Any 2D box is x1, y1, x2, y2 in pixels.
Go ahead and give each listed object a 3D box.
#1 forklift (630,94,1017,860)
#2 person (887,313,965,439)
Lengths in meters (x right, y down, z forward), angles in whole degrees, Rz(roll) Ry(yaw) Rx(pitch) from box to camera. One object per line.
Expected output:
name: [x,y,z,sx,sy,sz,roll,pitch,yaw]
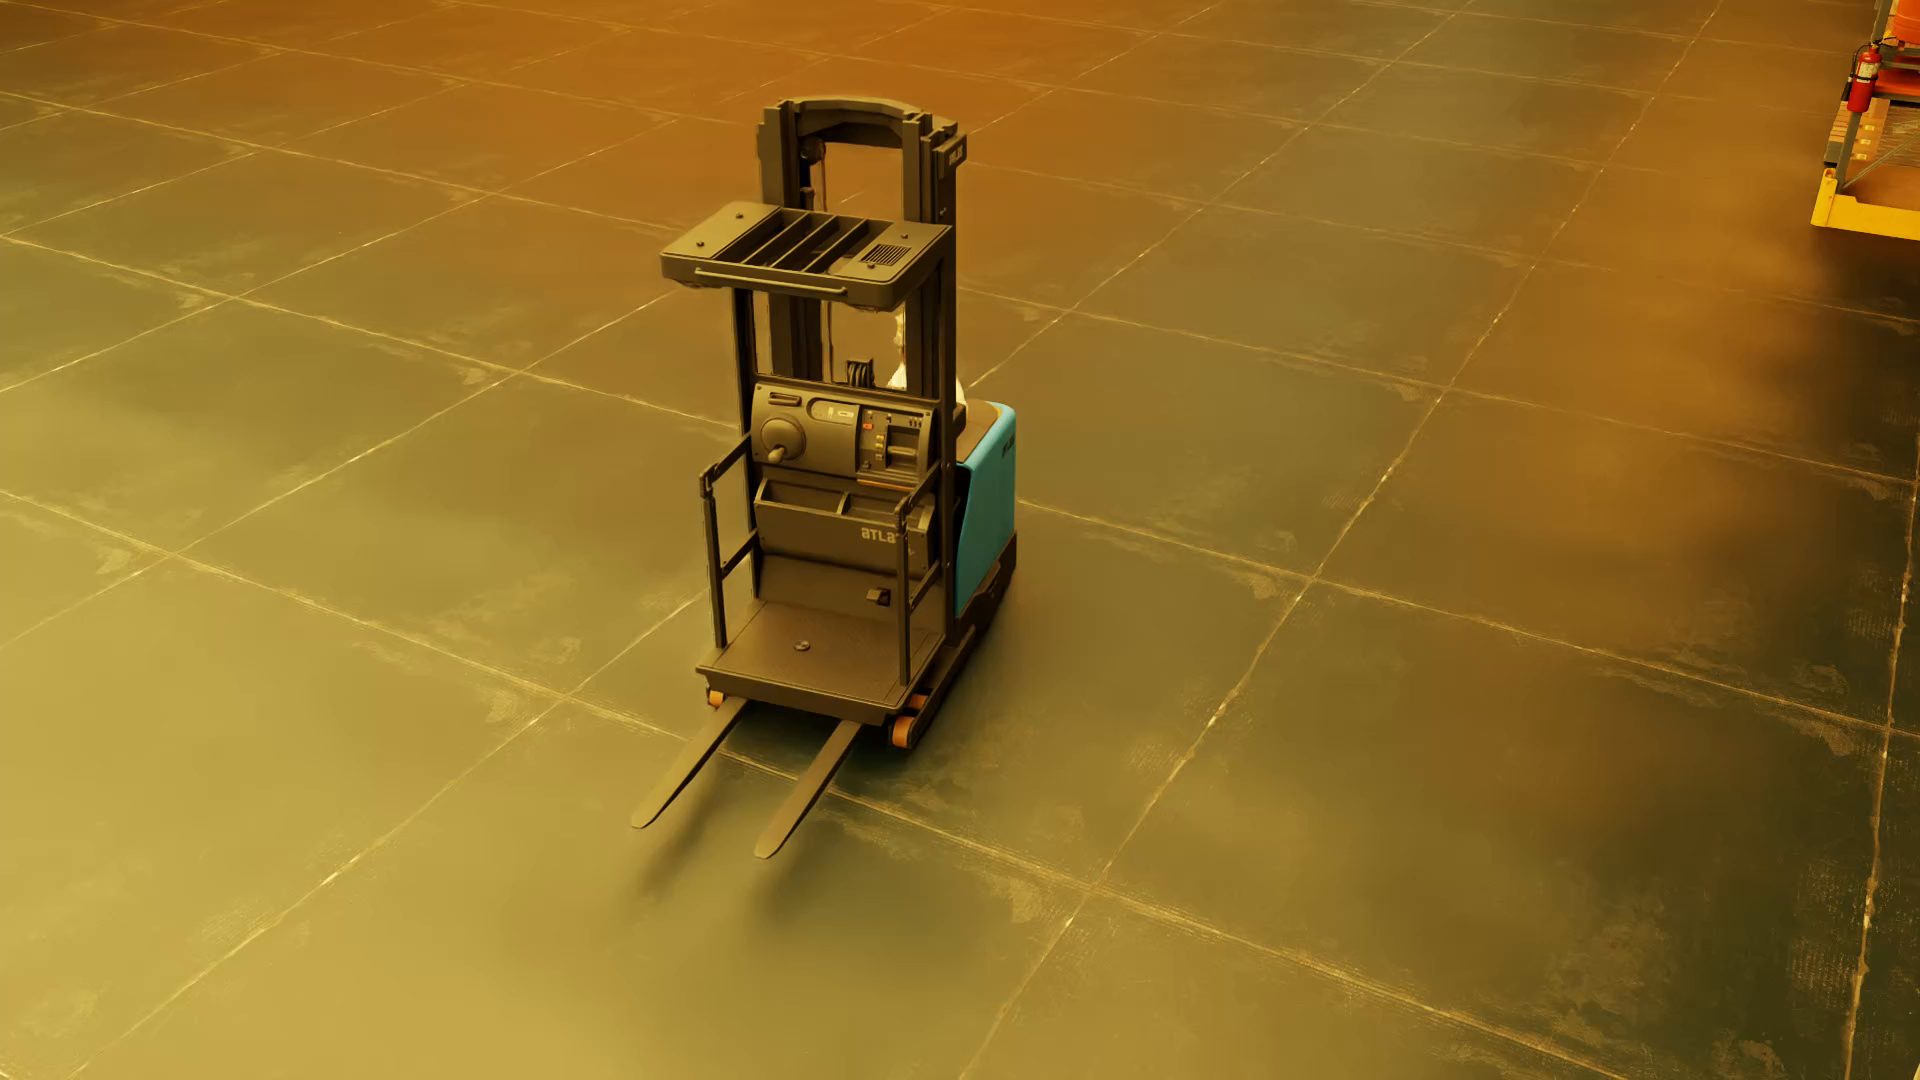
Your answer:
forklift: [-0.646,-0.469,7.883,1.130,2.935,3.031,10,31,17]
person: [-0.320,-0.425,9.084,0.630,1.648,0.795,-13,33,-22]
